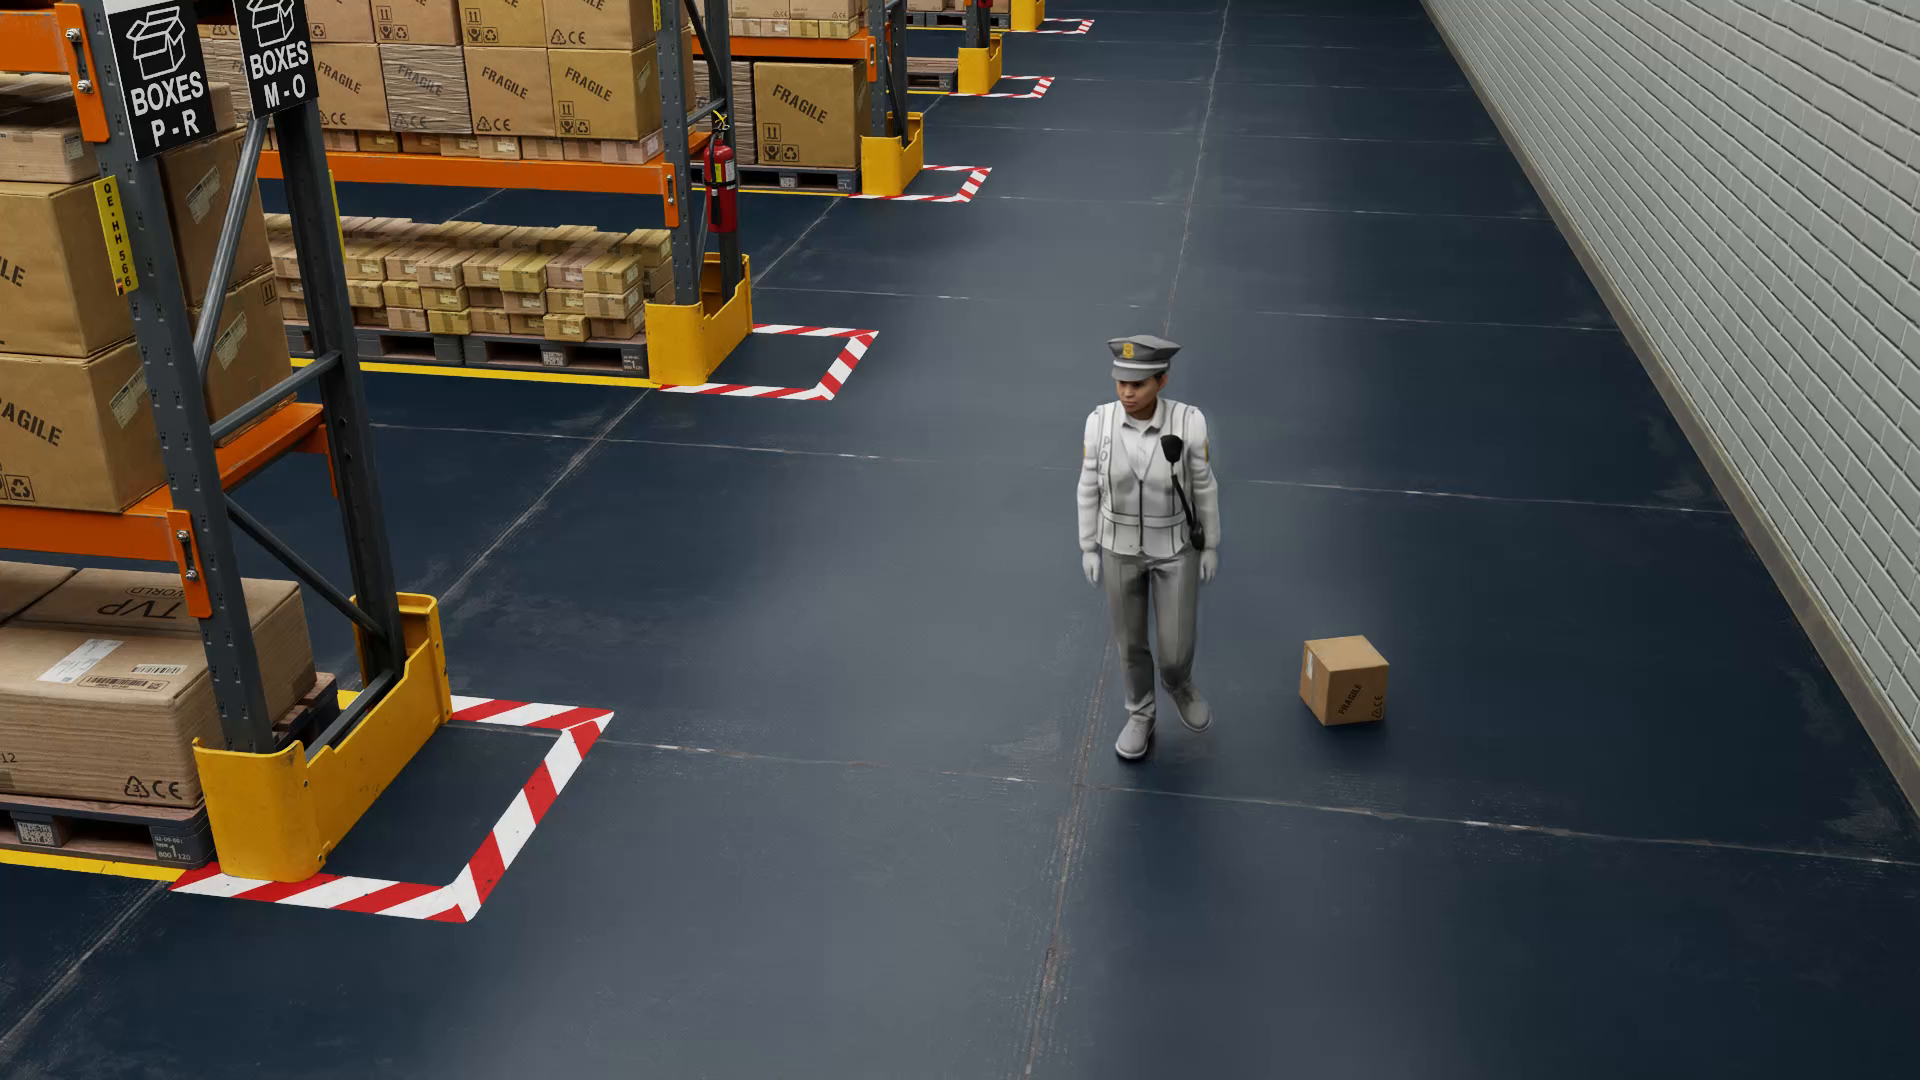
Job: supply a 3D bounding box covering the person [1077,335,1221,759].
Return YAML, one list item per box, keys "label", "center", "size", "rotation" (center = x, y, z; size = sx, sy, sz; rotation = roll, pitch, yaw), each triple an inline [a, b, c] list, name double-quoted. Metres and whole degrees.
- label: "person"
  center: [0.681, 0.023, 6.017]
  size: [0.526, 1.669, 0.466]
  rotation: [7, 26, 15]
